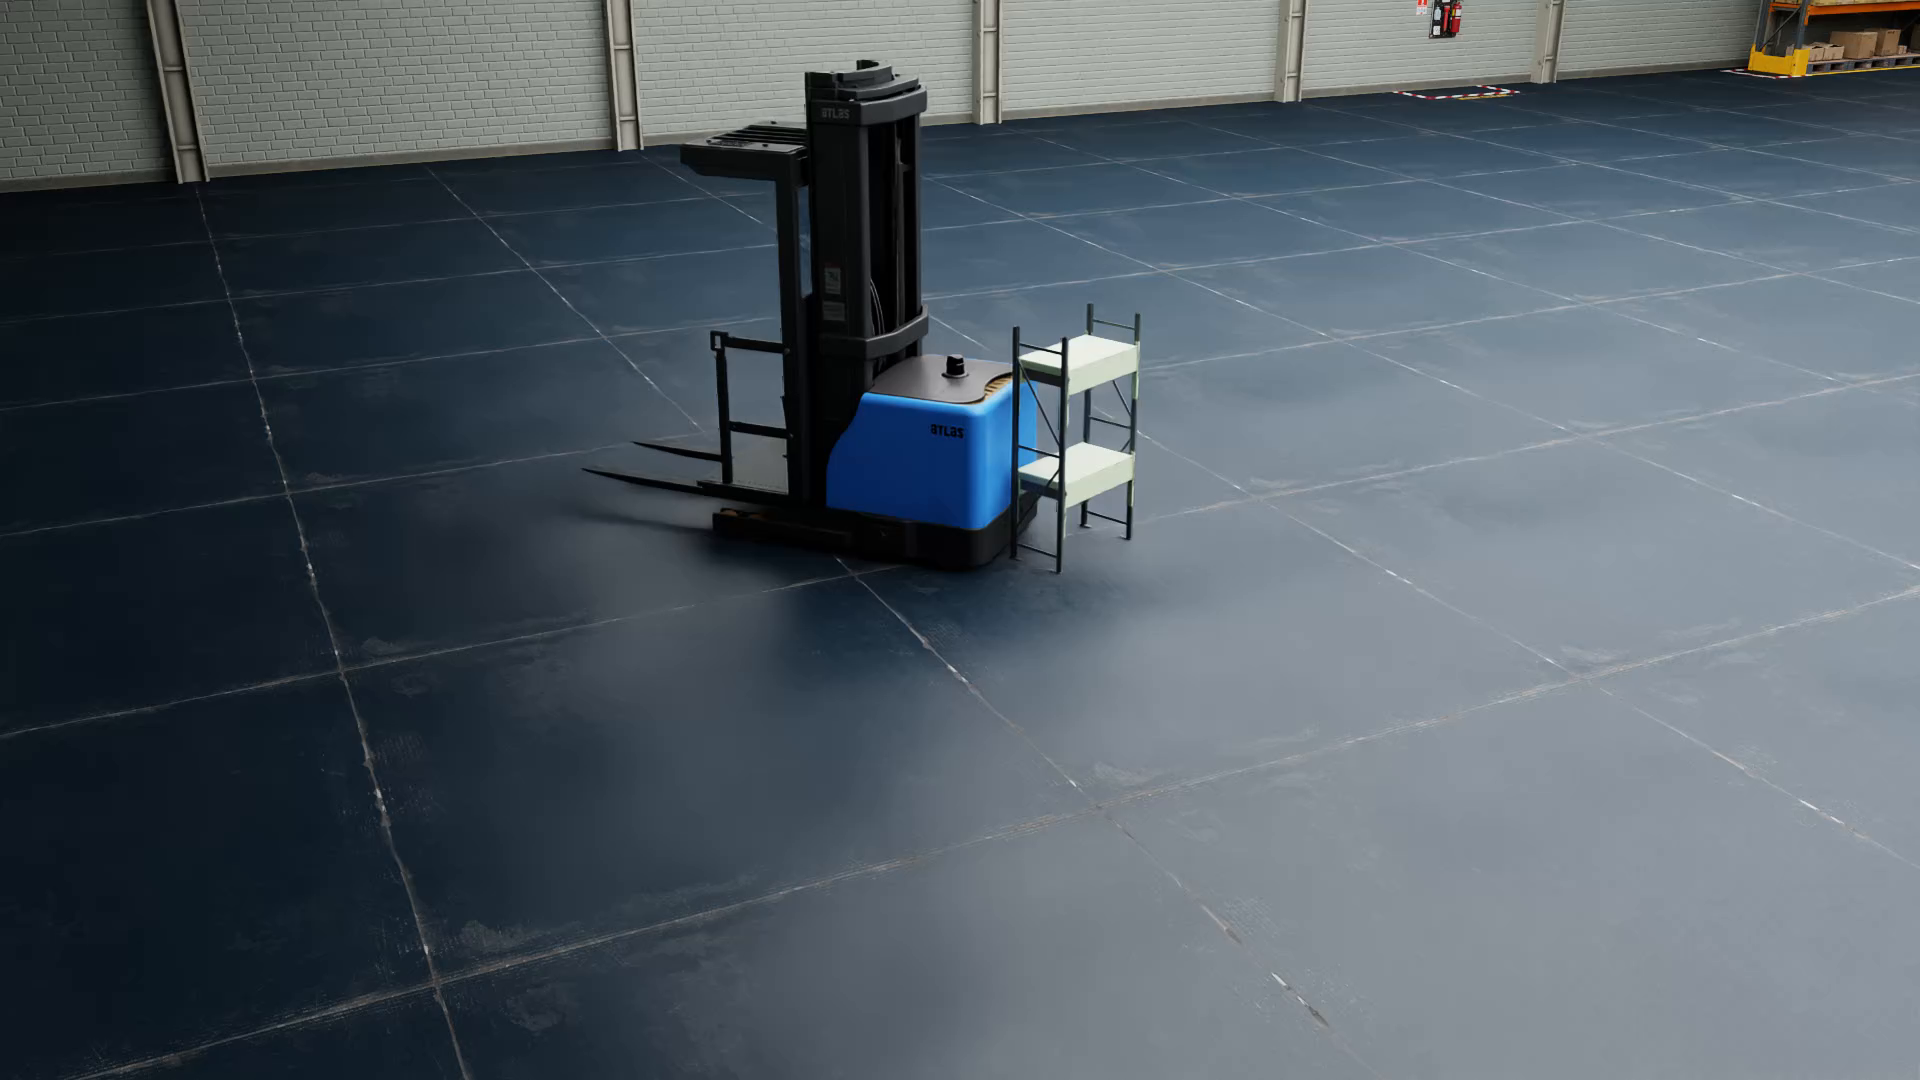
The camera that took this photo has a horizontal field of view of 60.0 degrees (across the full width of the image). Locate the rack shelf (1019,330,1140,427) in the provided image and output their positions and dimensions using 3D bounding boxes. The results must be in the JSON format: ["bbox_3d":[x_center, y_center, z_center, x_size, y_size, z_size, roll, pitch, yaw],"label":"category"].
[{"bbox_3d":[0.716,-0.998,10.180,0.431,0.370,0.720,18,29,37],"label":"rack shelf"}]

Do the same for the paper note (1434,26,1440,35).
[{"bbox_3d":[8.818,-9.424,30.745,0.142,0.148,0.016,-10,25,-24],"label":"paper note"}]

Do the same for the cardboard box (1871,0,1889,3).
[{"bbox_3d":[18.359,-10.982,33.528,0.500,0.250,0.500,-10,25,-23],"label":"cardboard box"}]

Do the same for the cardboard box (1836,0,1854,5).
[{"bbox_3d":[17.441,-10.816,33.129,0.500,0.250,0.500,-11,25,-25],"label":"cardboard box"}]

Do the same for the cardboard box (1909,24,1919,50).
[{"bbox_3d":[20.662,-10.654,35.258,0.500,0.500,0.700,-10,24,-22],"label":"cardboard box"}]

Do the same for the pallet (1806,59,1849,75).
[{"bbox_3d":[17.218,-9.661,33.812,1.213,0.211,1.003,-10,25,-24],"label":"pallet"}]

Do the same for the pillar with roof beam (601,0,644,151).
[{"bbox_3d":[-3.101,-8.535,19.604,0.400,9.000,9.100,-10,25,-24],"label":"pillar with roof beam"}]

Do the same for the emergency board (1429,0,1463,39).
[{"bbox_3d":[9.008,-9.836,30.590,0.643,1.169,0.194,-10,25,-24],"label":"emergency board"}]

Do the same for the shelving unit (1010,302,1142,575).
[{"bbox_3d":[0.716,-0.638,10.330,0.431,1.500,0.755,18,29,37],"label":"shelving unit"}]

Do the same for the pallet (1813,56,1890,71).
[{"bbox_3d":[18.316,-9.862,34.298,1.213,0.211,1.003,-10,25,-24],"label":"pallet"}]

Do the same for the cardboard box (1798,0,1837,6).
[{"bbox_3d":[16.979,-10.725,32.909,0.500,0.250,0.500,-11,25,-25],"label":"cardboard box"}]

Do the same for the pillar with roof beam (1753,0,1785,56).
[{"bbox_3d":[18.525,-12.516,29.222,0.400,9.000,9.100,-10,25,-24],"label":"pillar with roof beam"}]

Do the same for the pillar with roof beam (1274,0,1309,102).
[{"bbox_3d":[7.712,-10.526,24.413,0.400,9.000,9.100,-10,25,-24],"label":"pillar with roof beam"}]

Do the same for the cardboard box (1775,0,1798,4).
[{"bbox_3d":[16.739,-10.898,33.326,0.500,0.250,0.500,-10,25,-23],"label":"cardboard box"}]

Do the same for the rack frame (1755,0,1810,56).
[{"bbox_3d":[16.402,-10.814,32.953,0.127,3.000,1.000,-10,25,-24],"label":"rack frame"}]

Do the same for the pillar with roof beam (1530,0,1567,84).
[{"bbox_3d":[13.118,-11.521,26.817,0.400,9.000,9.100,-10,25,-24],"label":"pillar with roof beam"}]

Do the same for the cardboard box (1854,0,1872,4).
[{"bbox_3d":[17.903,-10.899,33.328,0.500,0.250,0.500,-11,25,-24],"label":"cardboard box"}]

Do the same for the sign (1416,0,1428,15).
[{"bbox_3d":[8.465,-9.796,30.448,0.234,0.329,0.001,-10,25,-24],"label":"sign"}]

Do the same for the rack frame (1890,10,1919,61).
[{"bbox_3d":[20.006,-11.477,34.555,0.127,3.000,1.000,-10,25,-24],"label":"rack frame"}]

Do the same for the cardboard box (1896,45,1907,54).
[{"bbox_3d":[19.537,-10.273,34.774,0.250,0.166,0.380,-14,26,-30],"label":"cardboard box"}]

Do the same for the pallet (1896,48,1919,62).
[{"bbox_3d":[20.707,-10.319,35.402,1.213,0.211,1.003,-10,25,-24],"label":"pallet"}]

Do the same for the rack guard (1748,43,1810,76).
[{"bbox_3d":[16.470,-9.672,33.461,0.348,0.500,1.175,-10,25,-24],"label":"rack guard"}]

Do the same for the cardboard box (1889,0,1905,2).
[{"bbox_3d":[18.812,-11.066,33.731,0.500,0.250,0.500,-11,25,-24],"label":"cardboard box"}]

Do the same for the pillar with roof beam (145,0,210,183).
[{"bbox_3d":[-8.507,-7.540,17.200,0.400,9.000,9.100,-10,25,-24],"label":"pillar with roof beam"}]

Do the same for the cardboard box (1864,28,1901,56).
[{"bbox_3d":[19.088,-10.340,34.500,0.500,0.500,0.500,-12,26,-28],"label":"cardboard box"}]

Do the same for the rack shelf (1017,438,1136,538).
[{"bbox_3d":[0.716,-0.337,10.454,0.431,0.370,0.720,18,29,37],"label":"rack shelf"}]

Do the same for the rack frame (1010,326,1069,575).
[{"bbox_3d":[0.475,-0.532,10.074,0.400,1.500,0.023,18,29,37],"label":"rack frame"}]

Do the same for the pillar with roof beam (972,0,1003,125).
[{"bbox_3d":[2.306,-9.531,22.009,0.400,9.000,9.100,-10,25,-24],"label":"pillar with roof beam"}]

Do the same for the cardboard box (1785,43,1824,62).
[{"bbox_3d":[17.064,-9.859,33.585,0.500,0.311,0.500,-14,26,-30],"label":"cardboard box"}]

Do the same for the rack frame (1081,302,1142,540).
[{"bbox_3d":[0.956,-0.743,10.585,0.400,1.500,0.023,18,29,37],"label":"rack frame"}]

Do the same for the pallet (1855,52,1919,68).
[{"bbox_3d":[19.416,-10.065,34.790,1.213,0.211,1.003,-10,25,-24],"label":"pallet"}]

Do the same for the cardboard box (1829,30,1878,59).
[{"bbox_3d":[18.261,-10.145,34.030,0.500,0.500,0.700,-12,25,-27],"label":"cardboard box"}]

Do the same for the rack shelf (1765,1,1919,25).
[{"bbox_3d":[18.204,-10.813,33.892,4.000,0.370,1.077,-10,25,-24],"label":"rack shelf"}]

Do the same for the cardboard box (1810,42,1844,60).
[{"bbox_3d":[17.578,-9.953,33.813,0.500,0.311,0.500,-8,24,-19],"label":"cardboard box"}]

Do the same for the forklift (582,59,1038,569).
[{"bbox_3d":[-1.056,-1.526,10.604,3.031,2.935,1.130,9,24,21],"label":"forklift"}]
